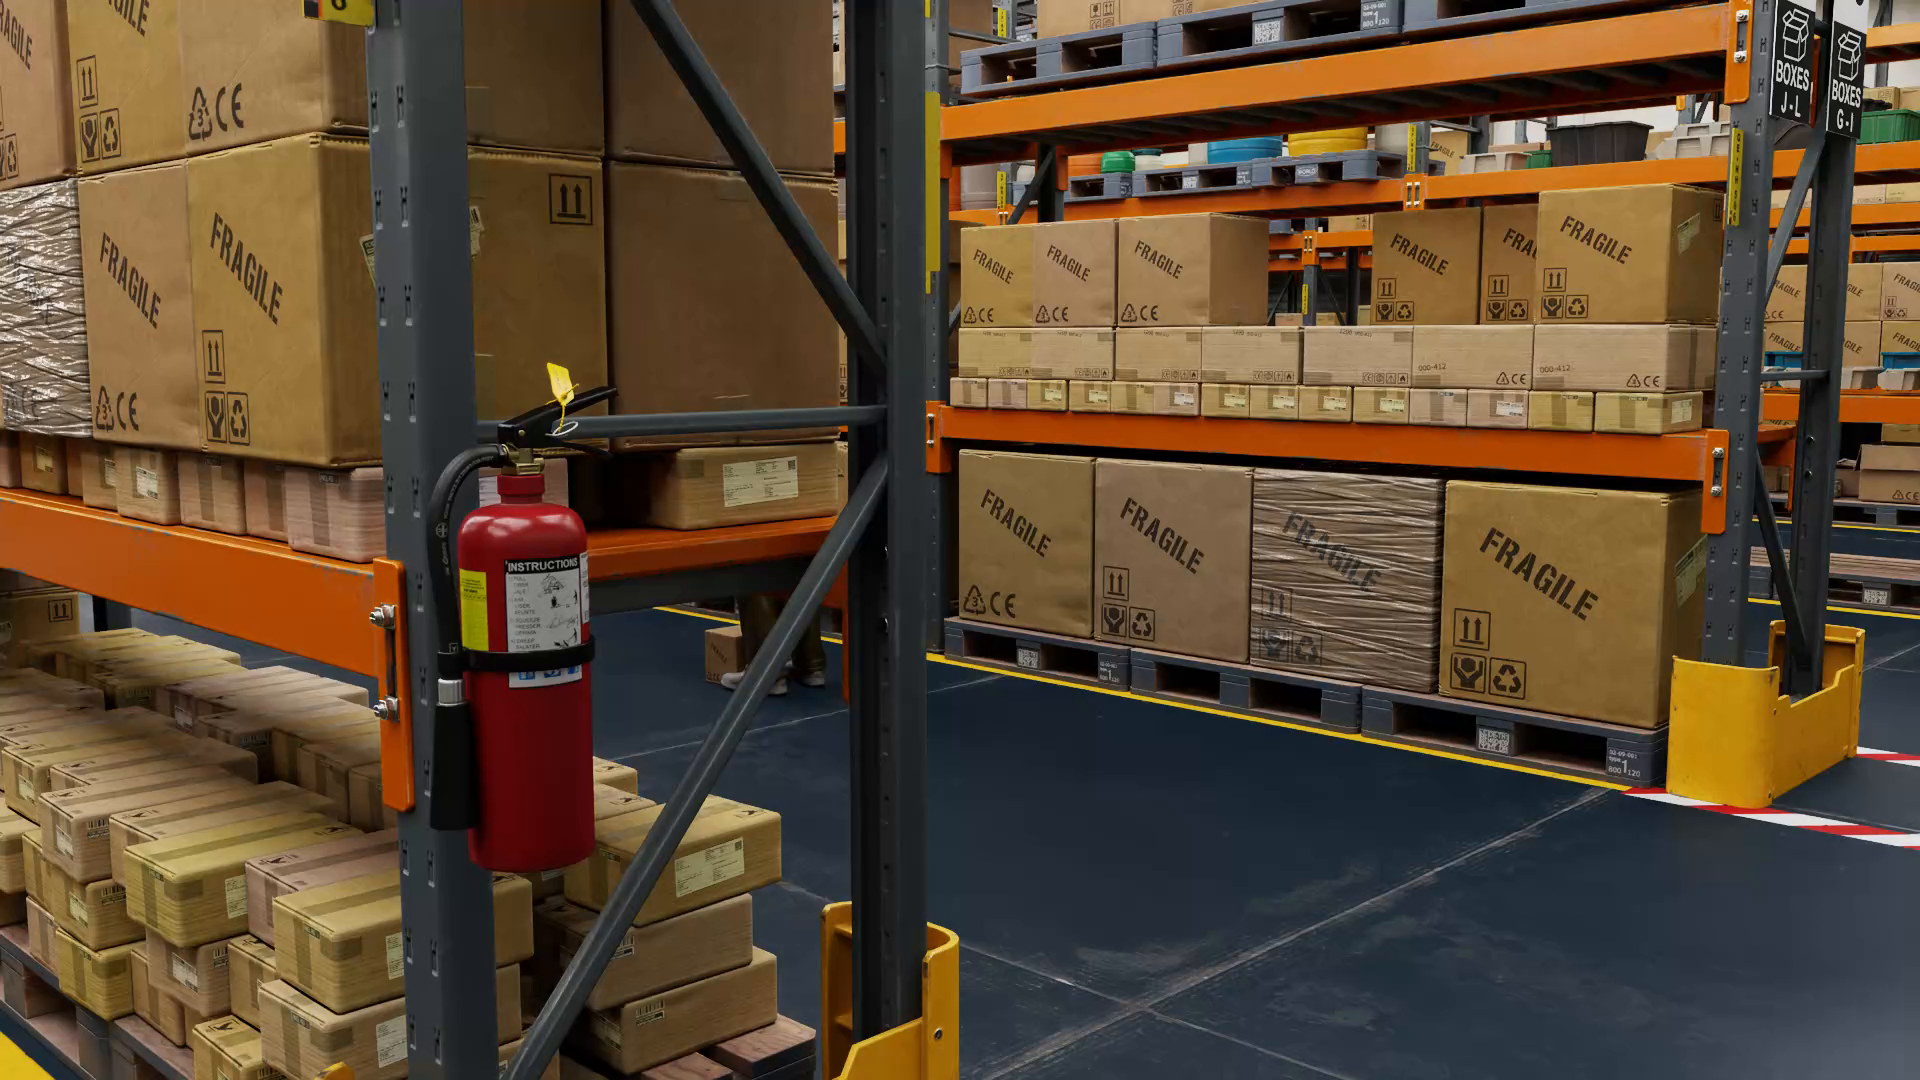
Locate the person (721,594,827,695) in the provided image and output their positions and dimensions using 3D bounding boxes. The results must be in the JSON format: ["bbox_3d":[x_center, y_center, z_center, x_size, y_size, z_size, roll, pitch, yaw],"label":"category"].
[{"bbox_3d":[-0.874,-0.177,7.780,0.418,1.774,0.650,6,9,43],"label":"person"}]
